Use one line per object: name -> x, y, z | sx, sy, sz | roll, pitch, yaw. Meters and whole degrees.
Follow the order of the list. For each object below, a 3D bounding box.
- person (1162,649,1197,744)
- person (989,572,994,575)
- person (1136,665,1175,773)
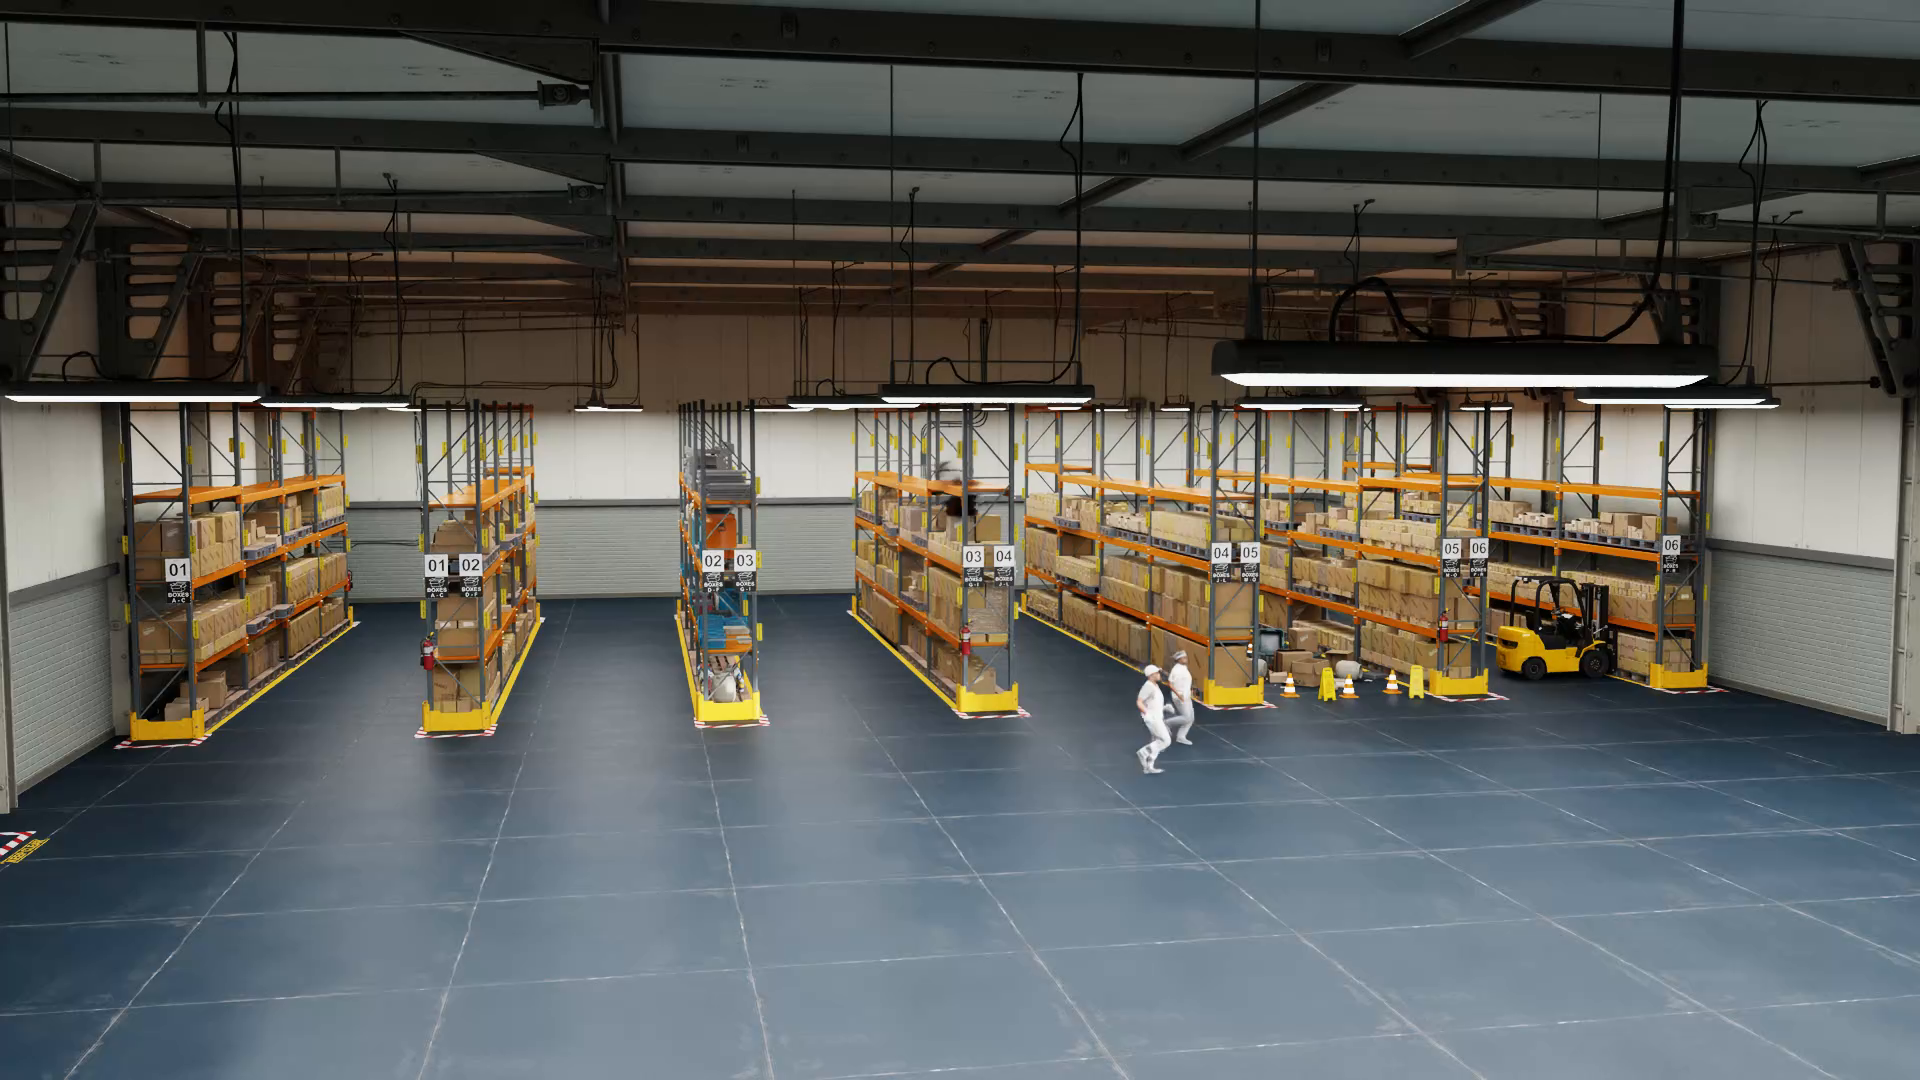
person -> 3.827, 2.724, 28.964 | 0.558, 1.661, 0.584 | 2, 5, 27
person -> 0.826, 1.193, 48.907 | 0.832, 1.686, 0.632 | -4, 6, -44
person -> 3.119, 2.859, 26.476 | 0.583, 1.745, 0.664 | 1, 4, 15
